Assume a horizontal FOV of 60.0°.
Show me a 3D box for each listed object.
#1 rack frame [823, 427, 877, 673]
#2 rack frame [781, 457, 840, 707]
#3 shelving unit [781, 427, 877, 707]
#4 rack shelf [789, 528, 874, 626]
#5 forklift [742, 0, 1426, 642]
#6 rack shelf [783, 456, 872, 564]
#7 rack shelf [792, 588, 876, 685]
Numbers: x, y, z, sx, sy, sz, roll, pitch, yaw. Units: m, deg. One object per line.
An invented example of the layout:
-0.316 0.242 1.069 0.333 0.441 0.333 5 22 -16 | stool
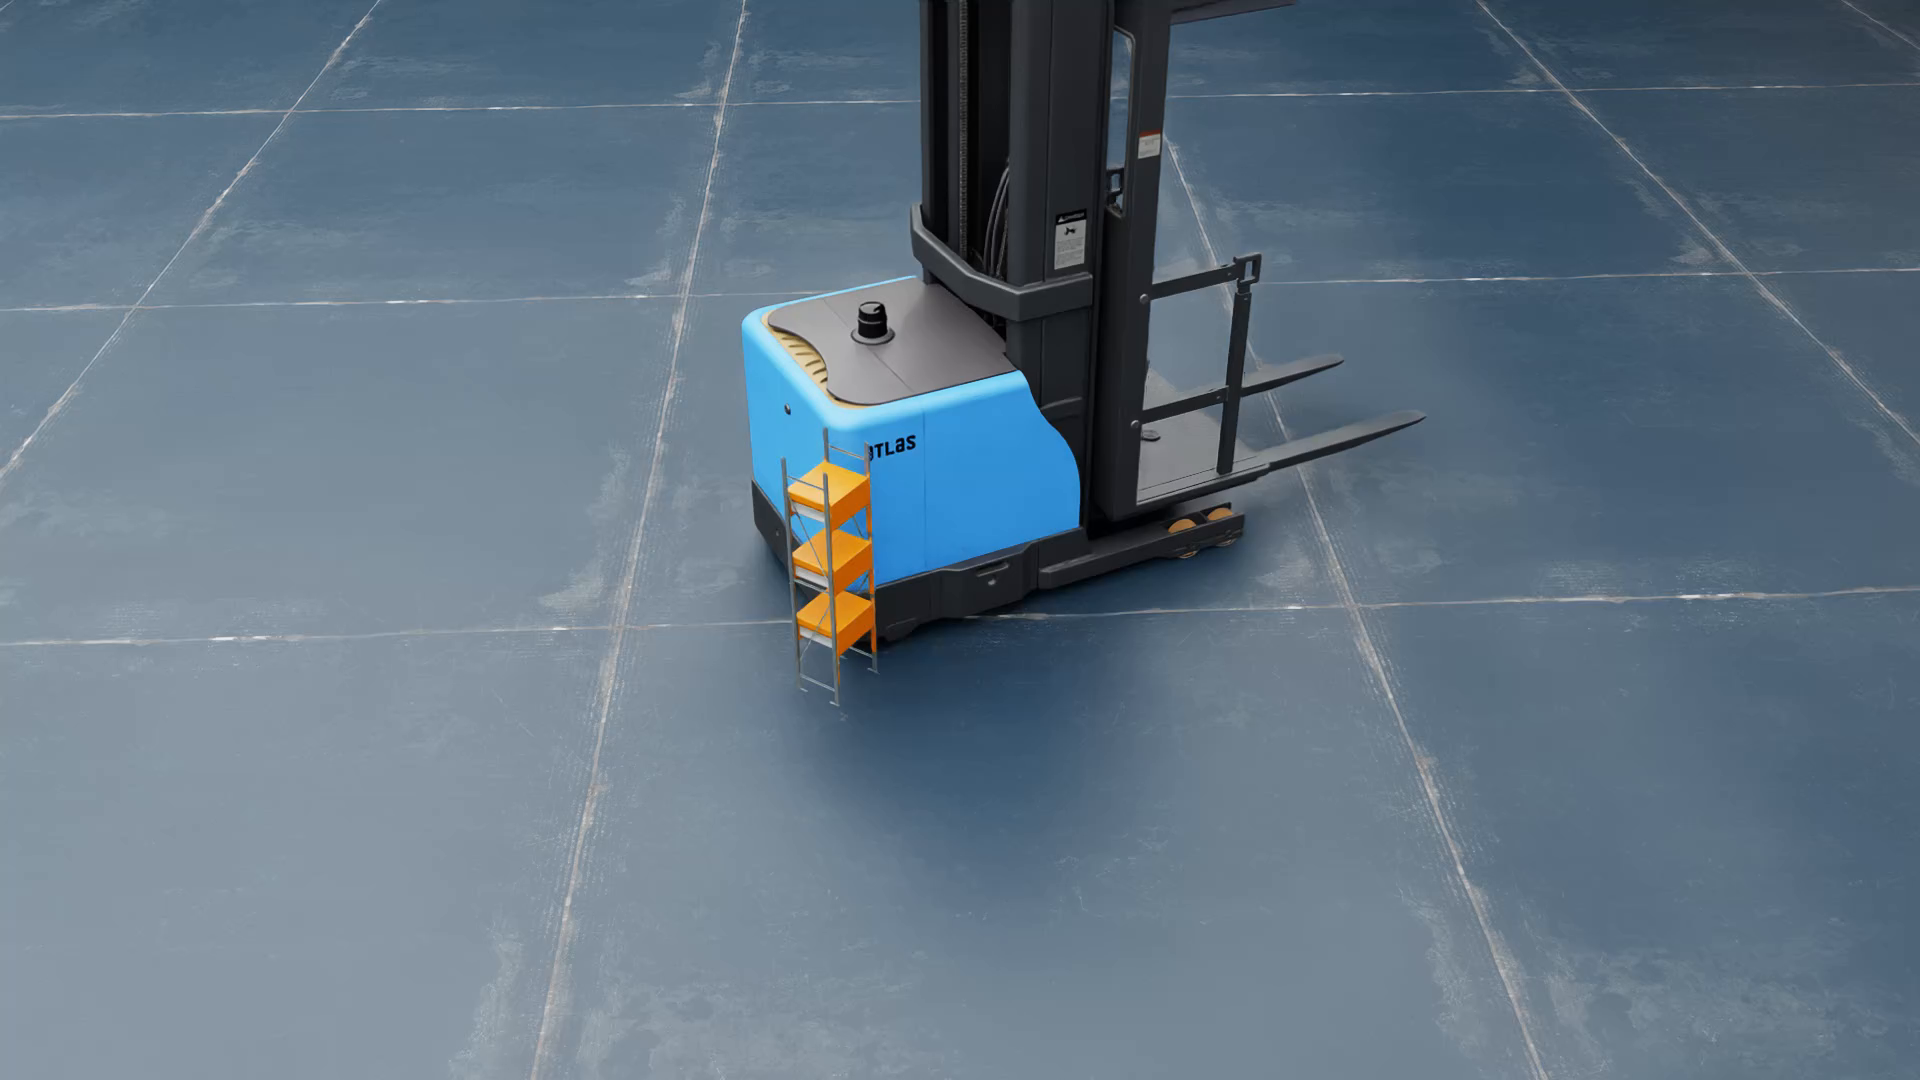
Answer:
-0.409 0.056 6.246 0.200 1.050 0.008 20 40 27 | rack frame
-0.542 0.173 6.078 0.200 1.050 0.008 20 40 27 | rack frame
-0.475 0.114 6.162 0.215 1.050 0.252 20 40 27 | shelving unit
-0.475 0.123 6.168 0.215 0.259 0.240 20 40 27 | rack shelf
0.659 -1.378 6.666 3.031 2.935 1.130 -16 38 -22 | forklift
-0.476 -0.110 6.007 0.215 0.259 0.240 20 40 27 | rack shelf
-0.475 0.352 6.326 0.215 0.259 0.240 20 40 27 | rack shelf
